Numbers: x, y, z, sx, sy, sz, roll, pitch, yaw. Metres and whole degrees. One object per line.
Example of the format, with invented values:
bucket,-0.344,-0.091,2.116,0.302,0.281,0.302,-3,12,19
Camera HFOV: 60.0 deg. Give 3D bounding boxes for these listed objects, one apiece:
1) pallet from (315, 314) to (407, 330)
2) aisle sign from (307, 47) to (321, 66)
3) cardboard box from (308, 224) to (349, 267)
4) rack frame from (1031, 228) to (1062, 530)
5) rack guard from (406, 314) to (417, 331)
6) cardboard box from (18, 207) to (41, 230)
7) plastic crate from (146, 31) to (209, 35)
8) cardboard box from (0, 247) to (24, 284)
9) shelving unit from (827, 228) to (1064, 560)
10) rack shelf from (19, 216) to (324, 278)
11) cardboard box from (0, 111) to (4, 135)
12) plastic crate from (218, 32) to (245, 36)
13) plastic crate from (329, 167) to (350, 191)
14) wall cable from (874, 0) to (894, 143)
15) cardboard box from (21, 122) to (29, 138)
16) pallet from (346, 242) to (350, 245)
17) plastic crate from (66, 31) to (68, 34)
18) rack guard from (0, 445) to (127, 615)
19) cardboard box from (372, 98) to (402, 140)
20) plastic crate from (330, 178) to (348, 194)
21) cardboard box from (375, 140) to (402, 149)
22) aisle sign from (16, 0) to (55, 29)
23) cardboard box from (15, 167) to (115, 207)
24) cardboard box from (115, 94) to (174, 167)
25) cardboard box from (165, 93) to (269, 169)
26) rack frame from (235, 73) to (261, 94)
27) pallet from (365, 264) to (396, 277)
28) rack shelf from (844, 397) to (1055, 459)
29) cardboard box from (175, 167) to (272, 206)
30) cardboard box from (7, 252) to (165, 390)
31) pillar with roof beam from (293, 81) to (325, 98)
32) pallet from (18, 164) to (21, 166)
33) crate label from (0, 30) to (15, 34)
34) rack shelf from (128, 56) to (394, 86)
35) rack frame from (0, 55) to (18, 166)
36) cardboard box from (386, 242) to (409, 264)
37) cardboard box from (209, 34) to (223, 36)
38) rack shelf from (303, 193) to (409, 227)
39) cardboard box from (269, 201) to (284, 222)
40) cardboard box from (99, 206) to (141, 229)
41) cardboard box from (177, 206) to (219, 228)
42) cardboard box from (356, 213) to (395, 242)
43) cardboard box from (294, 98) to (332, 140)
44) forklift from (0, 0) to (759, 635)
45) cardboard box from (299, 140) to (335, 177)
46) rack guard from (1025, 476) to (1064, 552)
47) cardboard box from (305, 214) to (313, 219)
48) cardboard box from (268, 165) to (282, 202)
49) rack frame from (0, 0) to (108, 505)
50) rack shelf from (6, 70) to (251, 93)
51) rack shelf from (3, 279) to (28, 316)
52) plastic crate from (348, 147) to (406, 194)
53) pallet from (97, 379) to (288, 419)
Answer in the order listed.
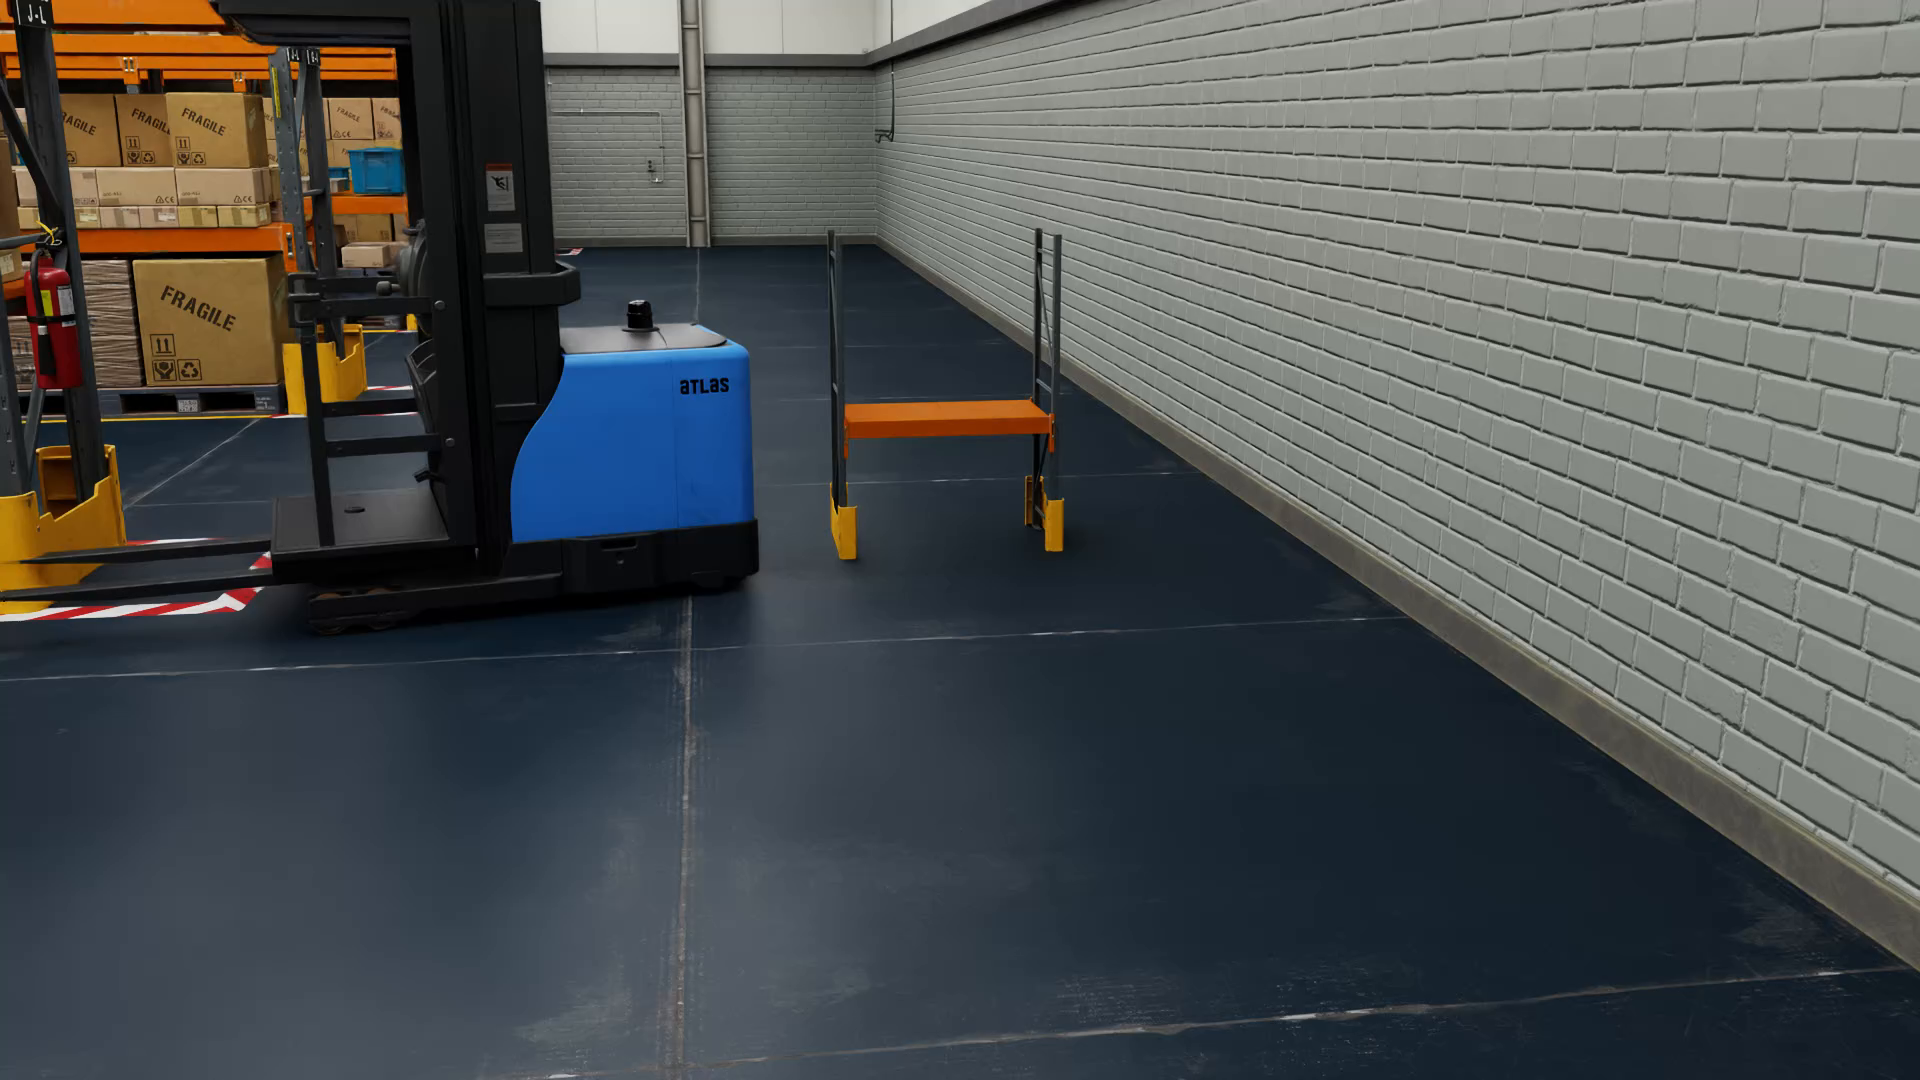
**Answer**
pallet,-6.252,-2.300,16.960,1.213,0.211,1.003,-2,14,-8
aisle sign,-4.667,-3.818,11.934,0.004,0.787,0.394,-2,14,-8
cardboard box,-8.263,-3.792,21.403,0.637,0.503,0.797,-2,14,-8
rack frame,0.418,-0.743,8.101,0.032,1.500,0.500,-2,14,-8
rack guard,-5.409,-2.465,17.023,0.348,0.500,1.175,-2,14,-8
cardboard box,-6.262,-2.221,11.429,0.250,0.149,0.380,-2,14,-8
plastic crate,-7.437,-4.866,15.834,0.530,0.136,0.437,-2,14,-8
cardboard box,-4.423,-1.231,7.479,0.250,0.149,0.380,-2,14,-9
shelving unit,-0.075,-0.725,8.028,1.083,1.500,0.587,-2,14,-8
rack shelf,-6.671,-2.061,11.751,4.000,0.370,1.077,-2,14,-8
cardboard box,-4.537,-2.011,7.200,0.500,0.500,0.500,-2,14,-9
plastic crate,-6.983,-5.109,16.389,0.767,0.338,0.504,-2,14,-8
plastic crate,-6.375,-3.668,16.901,0.300,0.233,0.416,-2,14,-8
wall cable,-1.261,-7.579,26.328,0.112,2.526,3.097,-2,14,-8
cardboard box,-11.293,-4.969,20.799,0.500,0.500,0.700,0,14,1
pallet,-10.099,-4.568,26.001,1.213,0.211,1.003,-2,14,-8
plastic crate,-8.534,-5.012,16.218,0.300,0.233,0.416,-2,14,-8
rack guard,-4.129,-0.070,7.474,0.348,0.500,1.175,-2,14,-8
cardboard box,-7.064,-5.298,20.919,0.500,0.500,0.500,-2,14,-7
plastic crate,-6.210,-3.502,16.436,0.243,0.136,0.396,-2,14,-8
cardboard box,-7.080,-4.812,21.038,0.500,0.500,0.500,-2,14,-8
aisle sign,-4.026,-2.621,7.163,0.004,0.787,0.394,-2,14,-8
cardboard box,-6.138,-2.435,11.463,0.500,0.250,0.500,-3,14,-10
cardboard box,-5.702,-2.947,11.961,0.500,0.500,0.500,-2,14,-10
cardboard box,-5.136,-2.836,11.521,0.500,0.500,0.500,-2,14,-8
rack frame,-10.862,-5.912,25.627,0.127,3.000,1.000,-2,14,-8
pallet,-7.028,-3.480,21.667,1.213,0.211,1.003,-2,14,-8
rack shelf,-0.084,-0.550,8.071,1.000,0.185,0.538,-2,14,-8
cardboard box,-5.133,-2.472,11.610,0.500,0.250,0.500,-2,14,-9
cardboard box,-6.214,-1.580,11.859,0.875,0.875,0.875,-2,14,-8
pillar with roof beam,-9.657,-8.019,21.699,0.400,9.000,9.100,-2,14,-8
pallet,-12.153,-4.554,20.607,1.213,0.211,1.003,-2,14,-8
crate label,-8.859,-4.804,15.586,0.466,0.136,0.293,-2,14,-8
rack shelf,-8.143,-5.899,20.888,4.000,0.370,1.077,-2,14,-8
rack frame,-9.386,-3.528,16.125,0.127,3.000,1.000,-2,14,-8
cardboard box,-7.239,-3.775,21.857,0.500,0.250,0.500,-2,14,-8
cardboard box,-9.108,-6.078,20.431,0.500,0.250,0.500,-2,14,-8
rack shelf,-7.409,-3.252,16.502,4.000,0.370,1.077,-2,14,-8
cardboard box,-5.093,-2.427,12.248,0.250,0.149,0.380,-2,14,-8
cardboard box,-5.749,-2.241,11.506,0.250,0.149,0.380,-2,14,-7
cardboard box,-5.253,-2.258,11.577,0.250,0.149,0.380,-2,14,-8
cardboard box,-9.102,-4.941,26.031,0.500,0.500,0.700,-2,14,-7
cardboard box,-8.084,-5.259,20.765,0.500,0.500,0.500,-2,14,-7
forklift,-2.463,-1.185,6.923,3.031,2.935,1.130,-5,15,-21
cardboard box,-8.072,-4.777,20.899,0.500,0.500,0.500,-2,14,-9
rack guard,0.417,-0.137,8.252,0.087,0.250,0.587,-2,14,-8
cardboard box,-10.107,-4.905,25.890,0.500,0.500,0.700,-2,14,-8
cardboard box,-5.208,-2.601,12.124,0.500,0.250,0.500,-2,14,-10
rack frame,-4.054,-1.285,7.181,0.127,3.000,1.000,-2,14,-8
rack shelf,-12.840,-6.945,25.061,4.000,0.370,1.077,-2,14,-8
rack shelf,-6.032,-0.864,6.979,4.000,0.370,1.077,-2,14,-8
plastic crate,-5.734,-3.663,16.464,0.499,0.435,0.616,-2,14,-8
pallet,-5.472,-1.082,12.101,1.213,0.211,1.003,-2,14,-8
